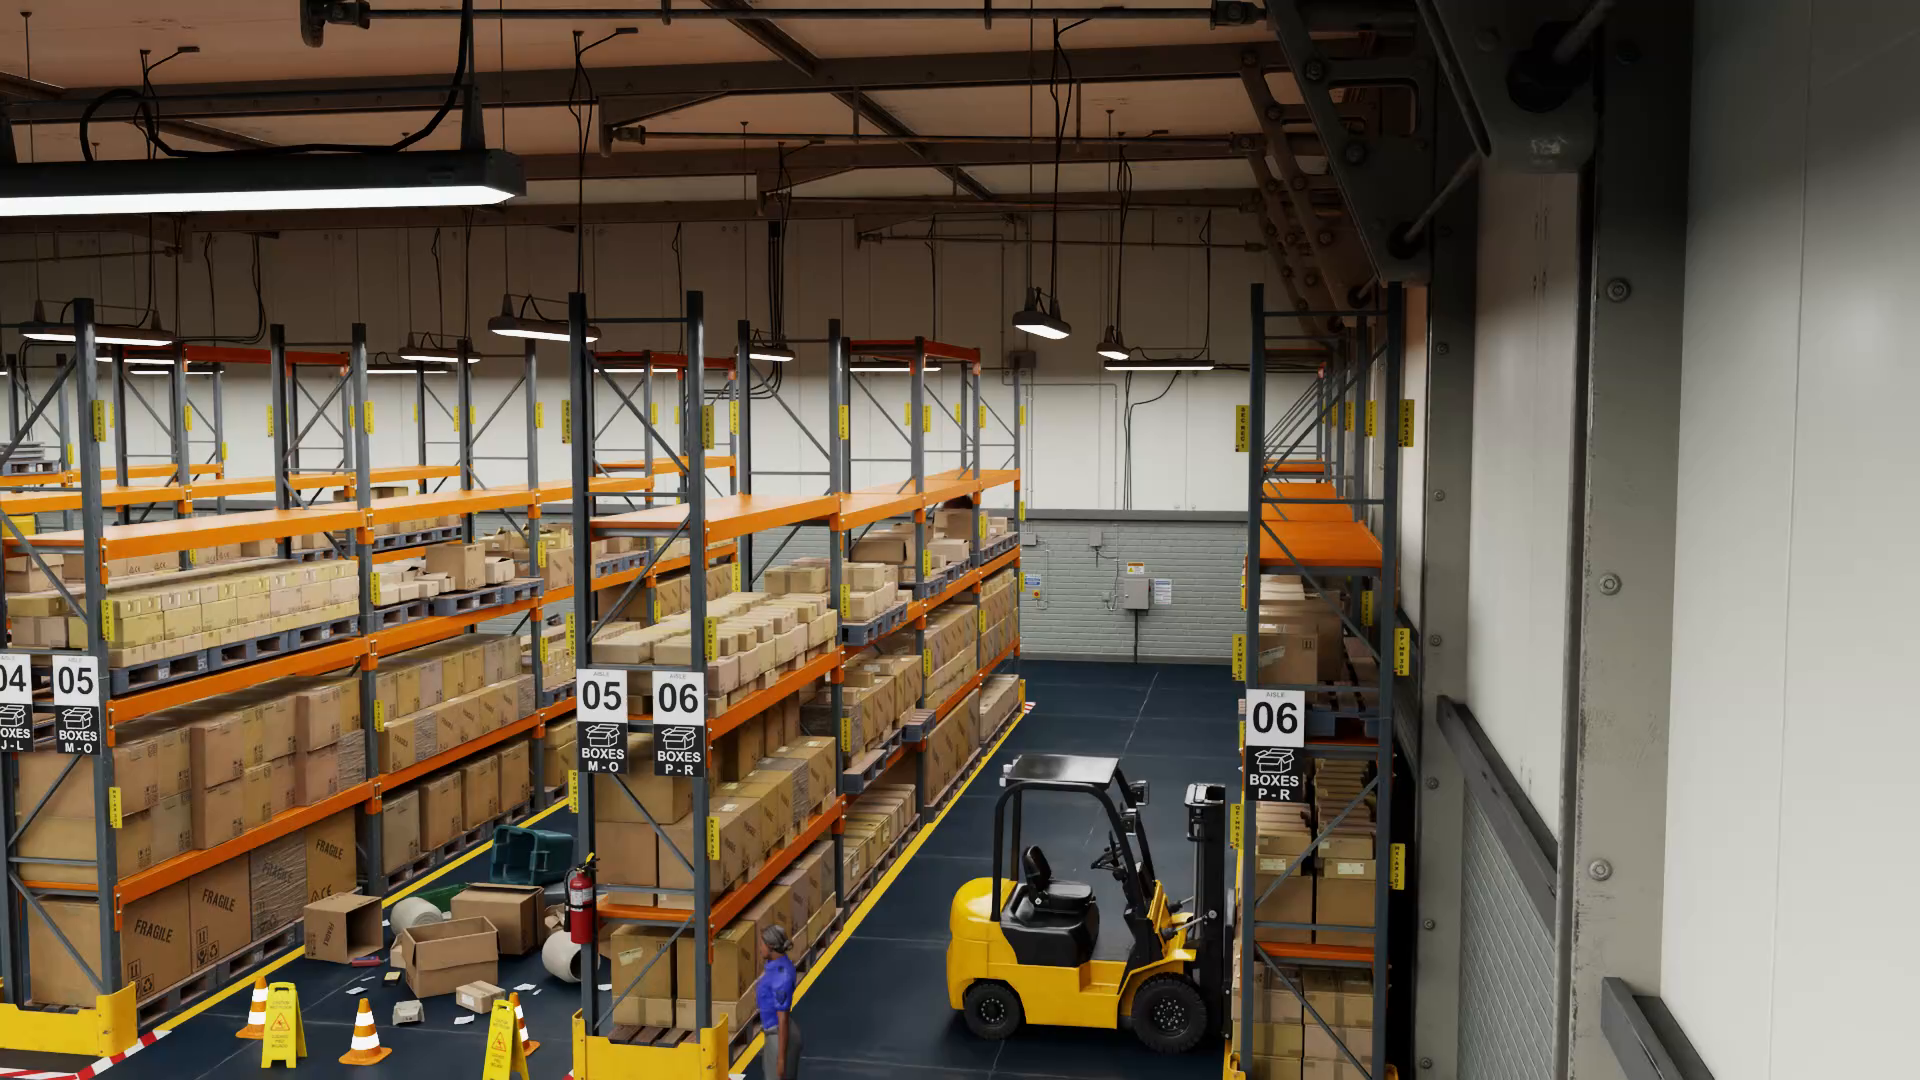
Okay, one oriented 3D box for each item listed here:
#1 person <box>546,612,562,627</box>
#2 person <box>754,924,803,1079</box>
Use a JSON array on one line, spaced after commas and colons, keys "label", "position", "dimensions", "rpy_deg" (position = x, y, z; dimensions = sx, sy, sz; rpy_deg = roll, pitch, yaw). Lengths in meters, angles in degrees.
[{"label": "person", "position": [-6.789, 2.060, 28.148], "dimensions": [0.531, 1.709, 0.341], "rpy_deg": [-5, 6, -45]}, {"label": "person", "position": [-1.268, 3.432, 11.287], "dimensions": [0.391, 1.651, 0.497], "rpy_deg": [-1, 5, -8]}]
